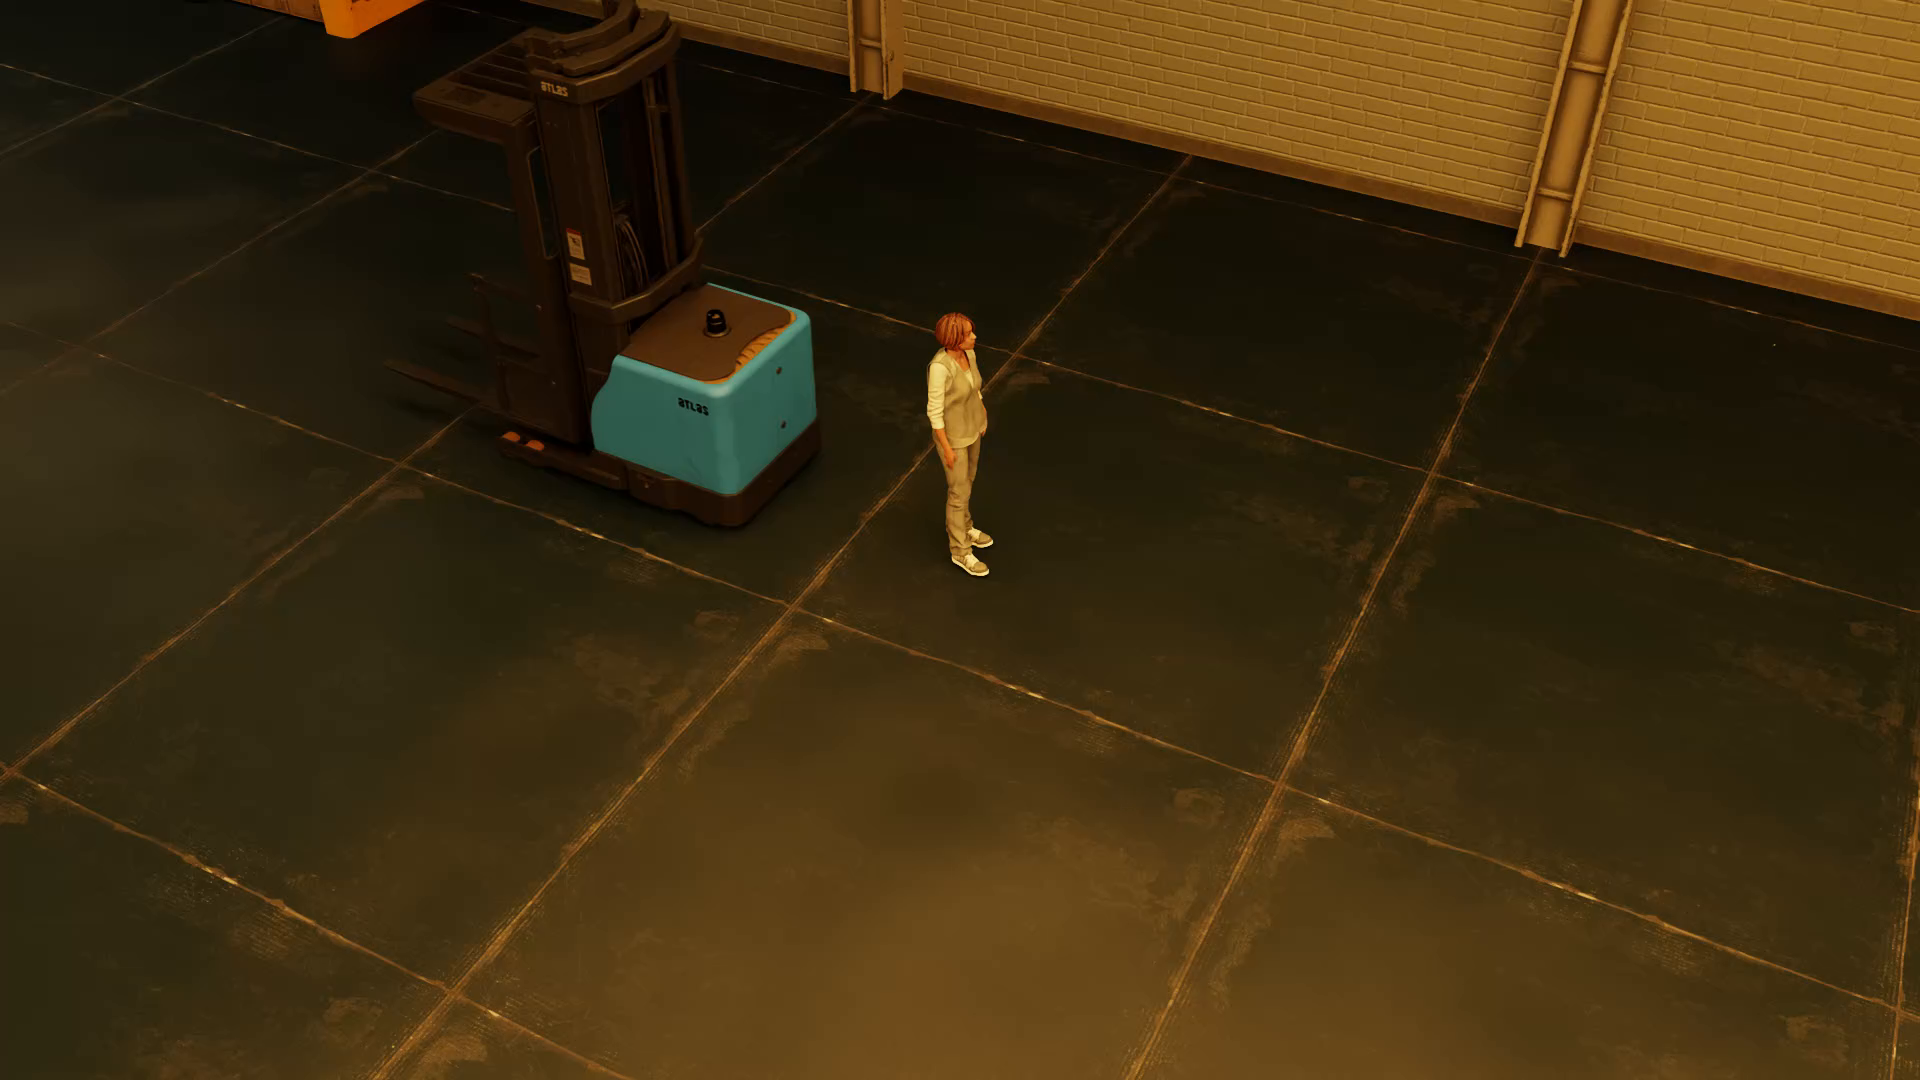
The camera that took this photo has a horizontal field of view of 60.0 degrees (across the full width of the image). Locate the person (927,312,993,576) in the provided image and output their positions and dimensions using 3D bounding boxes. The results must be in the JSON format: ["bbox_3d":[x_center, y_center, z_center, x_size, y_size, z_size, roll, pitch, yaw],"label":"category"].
[{"bbox_3d":[0.060,-0.586,9.707,0.473,1.599,0.521,18,43,21],"label":"person"}]

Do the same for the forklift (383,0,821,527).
[{"bbox_3d":[-2.452,-1.883,10.222,3.031,2.935,1.130,19,44,21],"label":"forklift"}]
